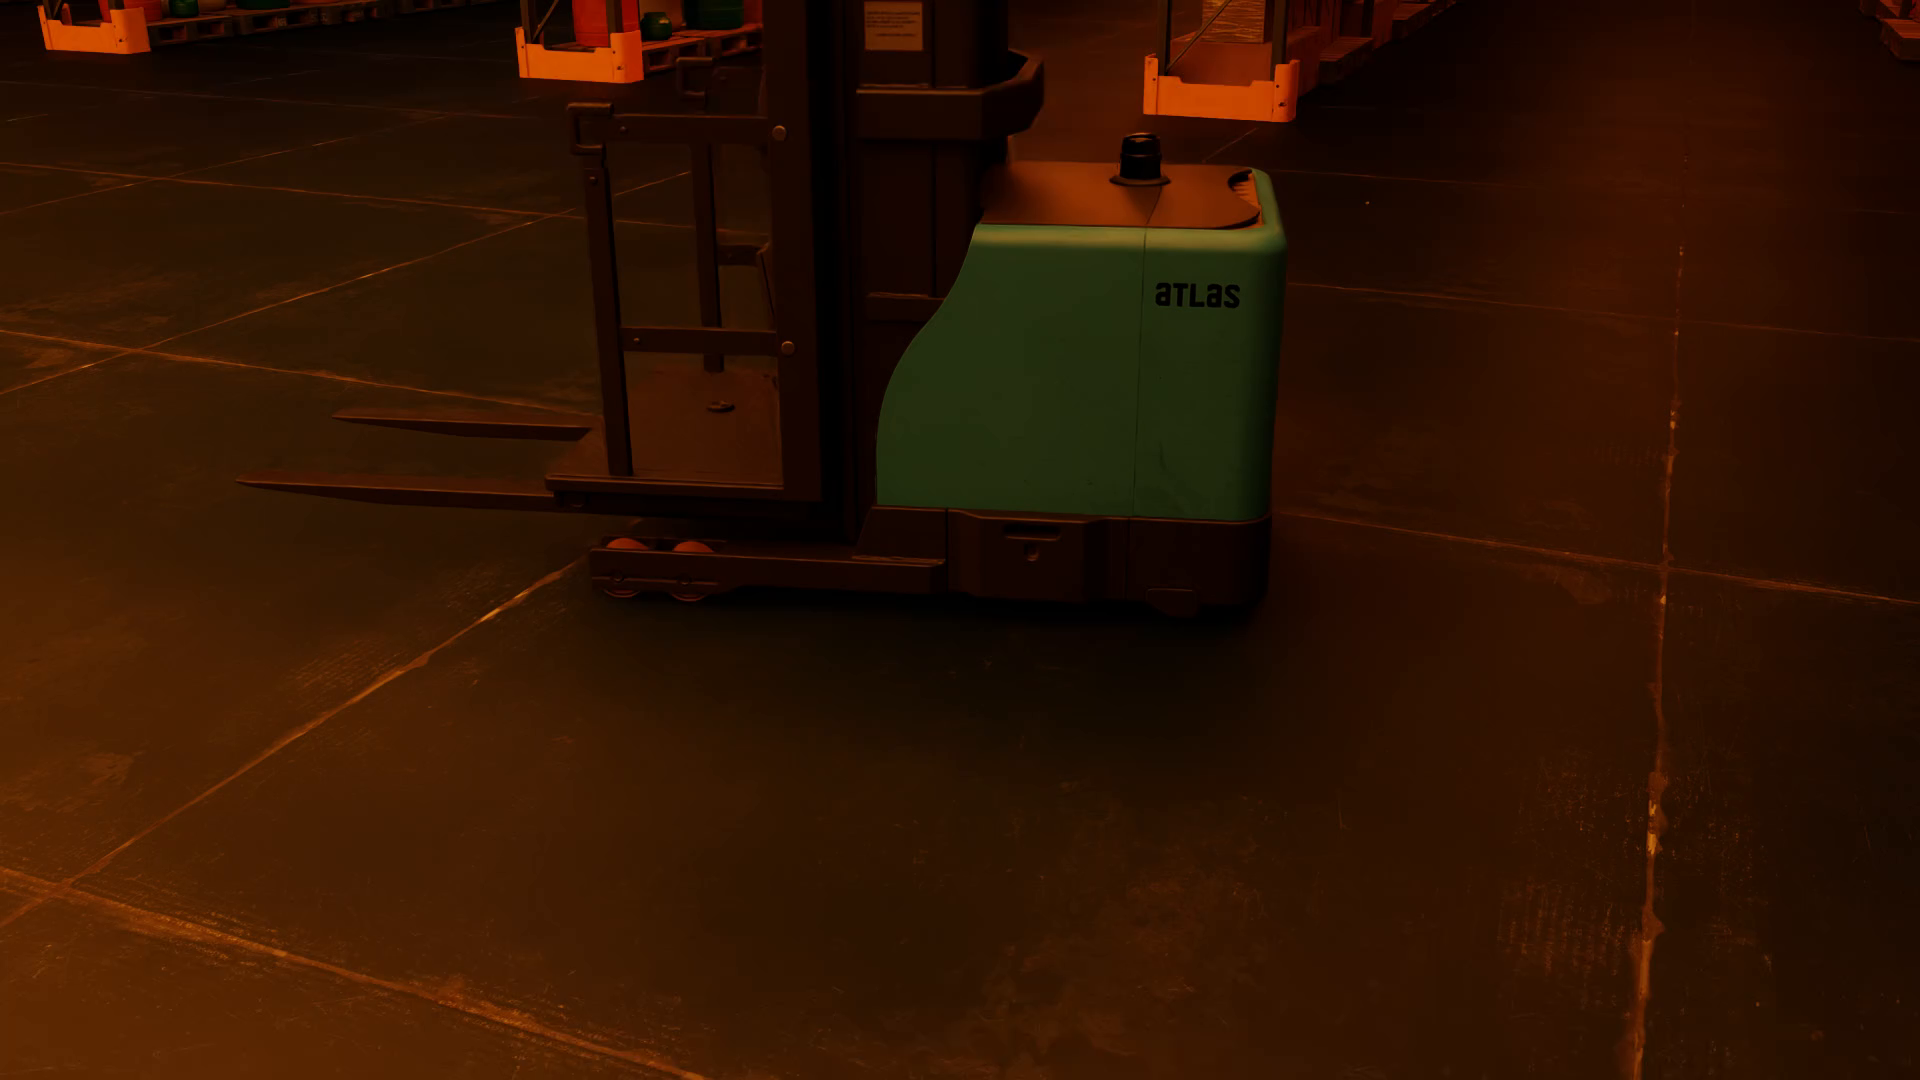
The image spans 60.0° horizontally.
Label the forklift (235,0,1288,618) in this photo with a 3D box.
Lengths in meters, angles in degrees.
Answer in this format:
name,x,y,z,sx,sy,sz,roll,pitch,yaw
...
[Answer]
name,x,y,z,sx,sy,sz,roll,pitch,yaw
forklift,-0.611,-1.377,4.587,3.031,2.935,1.130,3,23,7
